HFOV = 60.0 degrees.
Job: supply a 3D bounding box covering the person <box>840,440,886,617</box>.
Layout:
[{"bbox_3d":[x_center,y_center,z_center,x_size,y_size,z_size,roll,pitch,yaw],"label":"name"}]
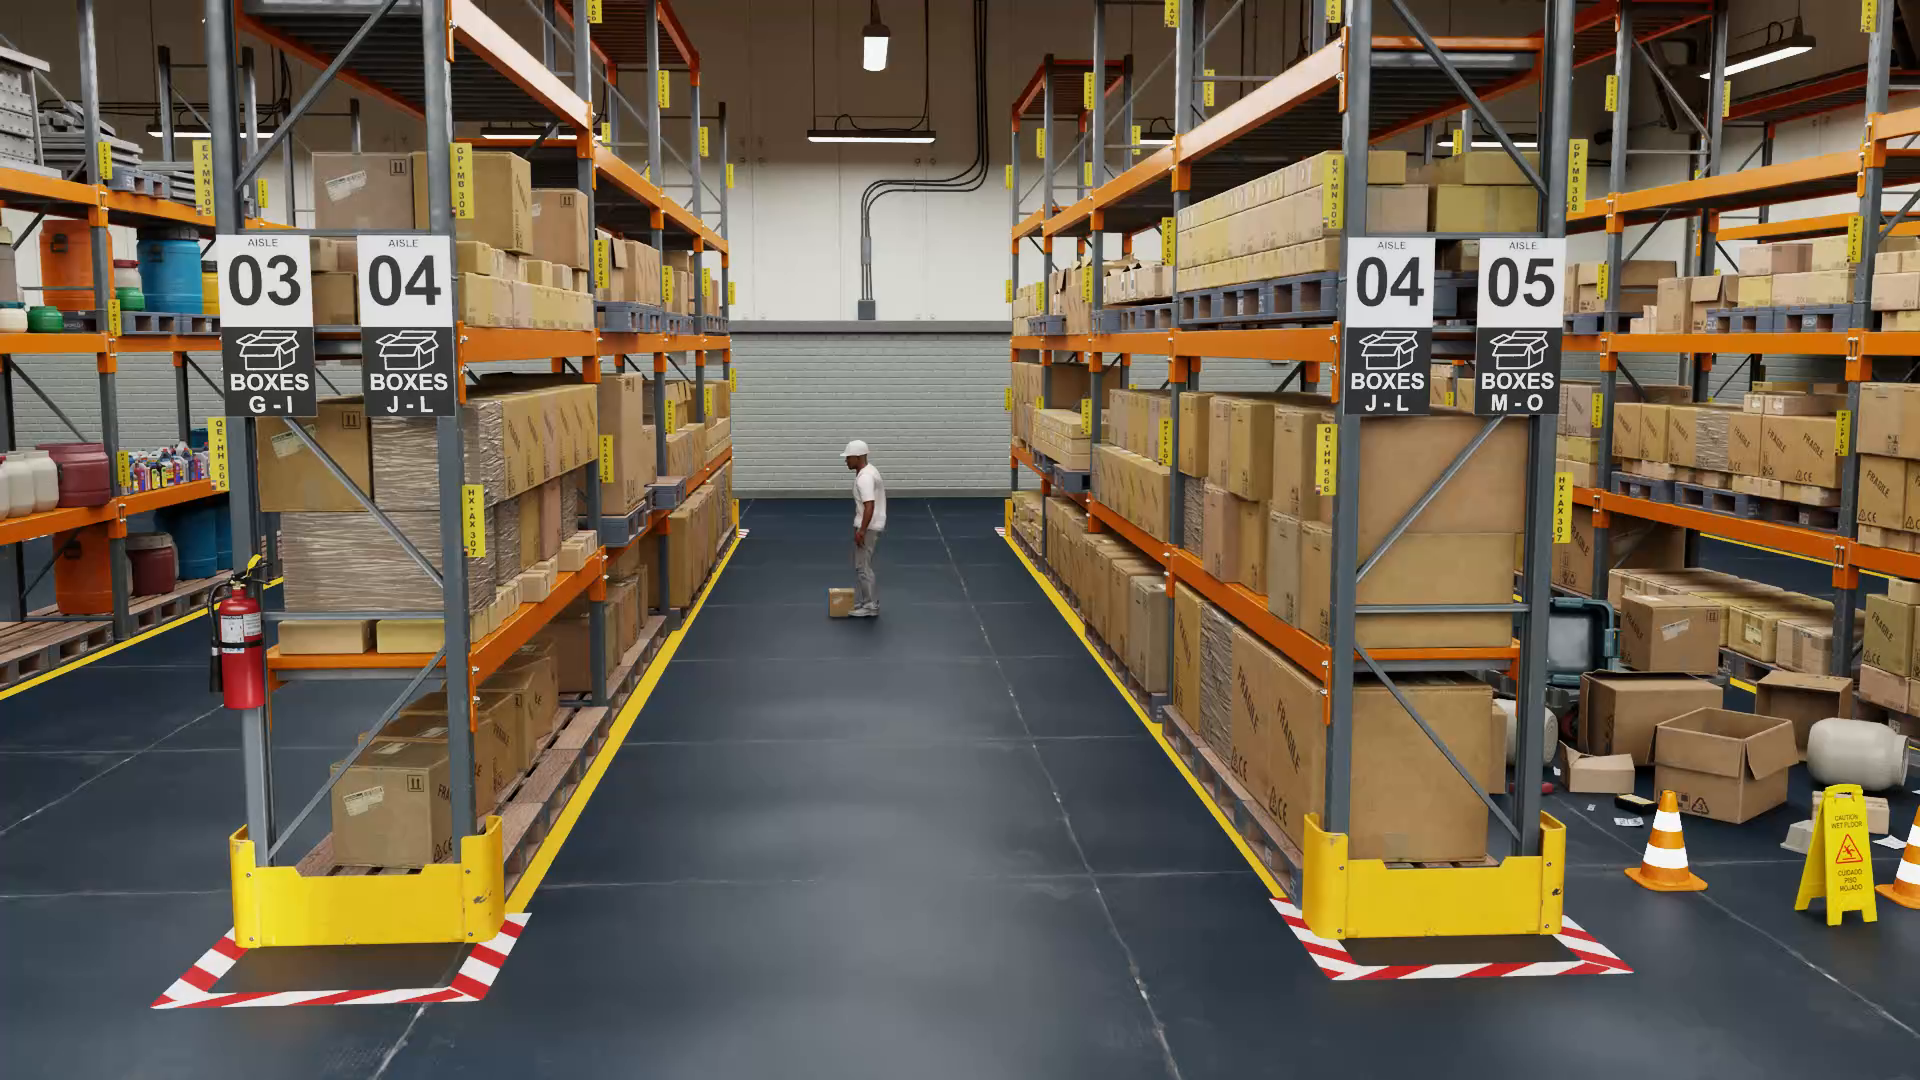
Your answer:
[{"bbox_3d":[-0.966,-0.122,16.688,0.457,1.761,0.628,0,7,-3],"label":"person"}]
